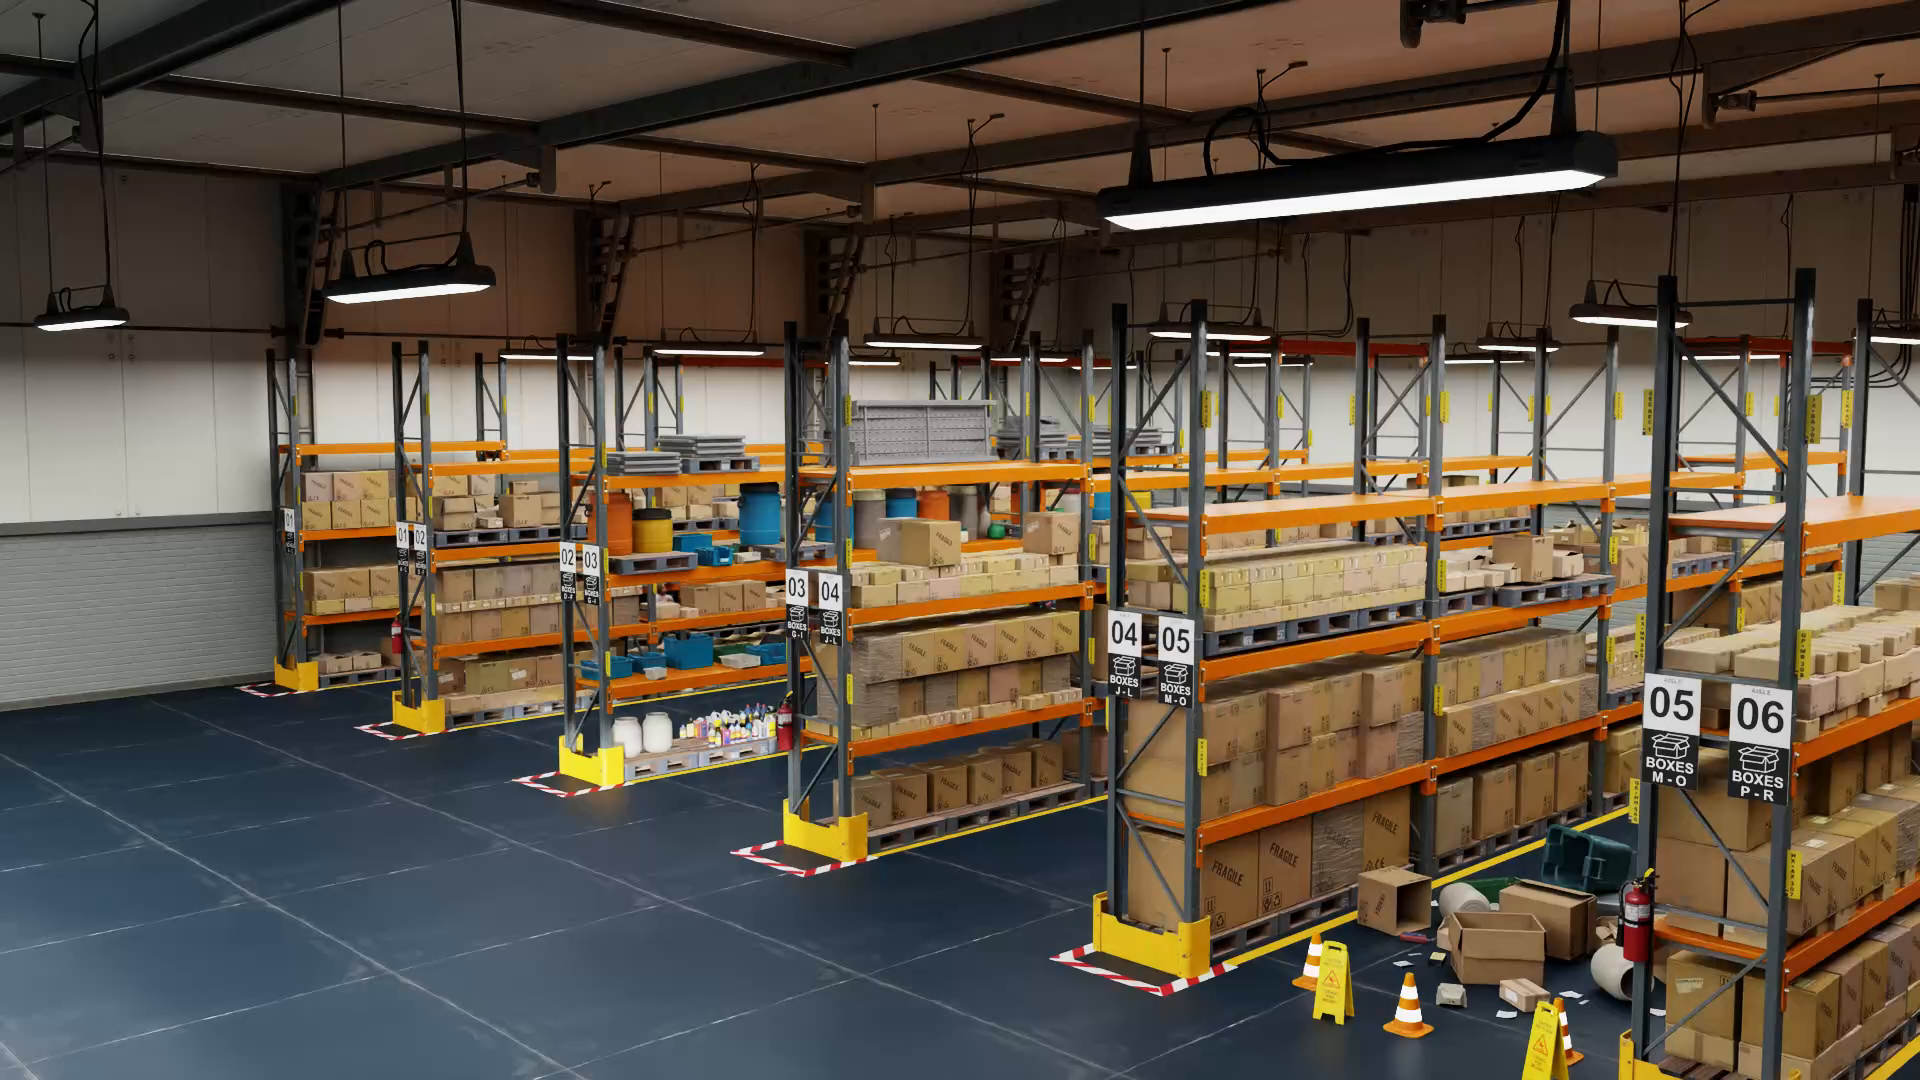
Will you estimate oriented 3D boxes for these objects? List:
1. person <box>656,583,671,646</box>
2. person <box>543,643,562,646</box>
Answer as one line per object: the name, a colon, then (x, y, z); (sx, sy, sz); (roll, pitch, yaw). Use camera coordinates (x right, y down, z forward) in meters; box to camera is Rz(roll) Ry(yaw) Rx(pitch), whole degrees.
person: (-5.727, 1.598, 31.908); (0.488, 1.579, 0.717); (-1, 5, -12)
person: (-7.136, 1.812, 29.314); (0.451, 1.714, 0.405); (-1, 5, -15)
